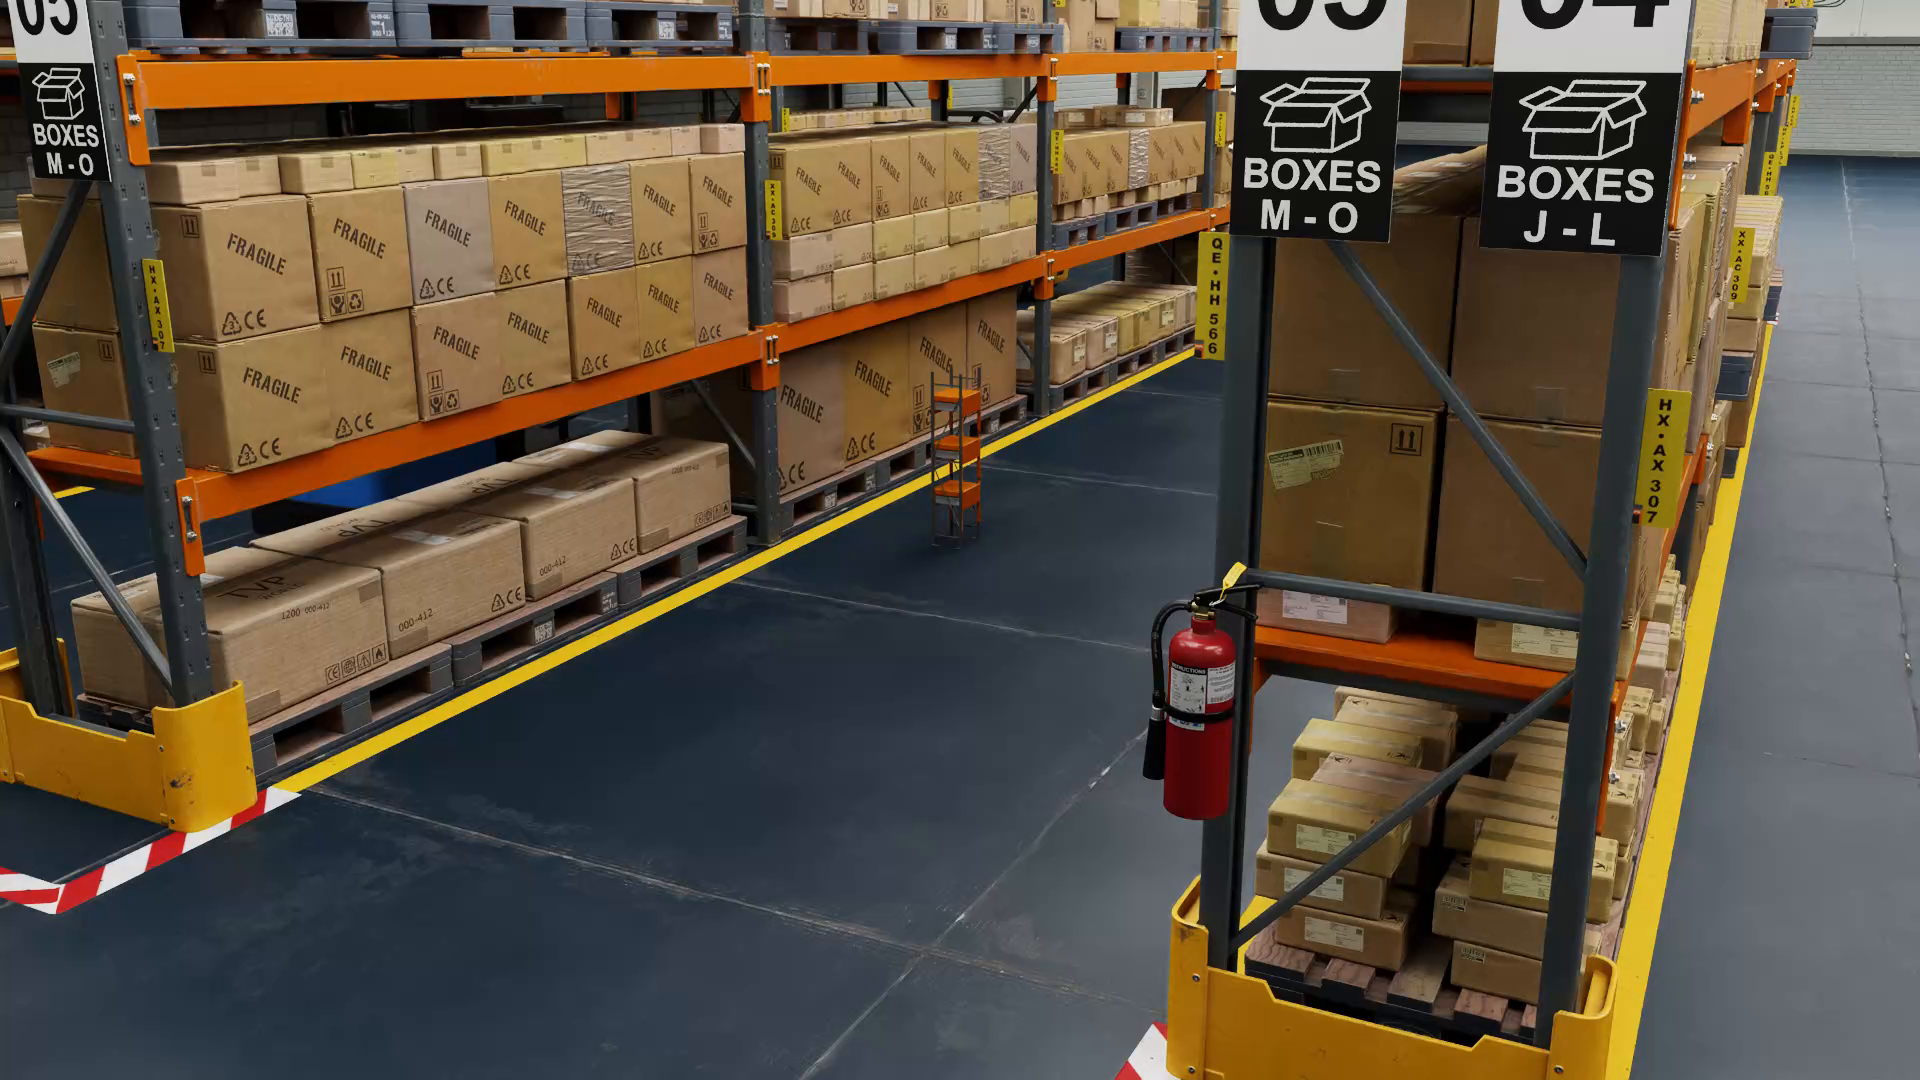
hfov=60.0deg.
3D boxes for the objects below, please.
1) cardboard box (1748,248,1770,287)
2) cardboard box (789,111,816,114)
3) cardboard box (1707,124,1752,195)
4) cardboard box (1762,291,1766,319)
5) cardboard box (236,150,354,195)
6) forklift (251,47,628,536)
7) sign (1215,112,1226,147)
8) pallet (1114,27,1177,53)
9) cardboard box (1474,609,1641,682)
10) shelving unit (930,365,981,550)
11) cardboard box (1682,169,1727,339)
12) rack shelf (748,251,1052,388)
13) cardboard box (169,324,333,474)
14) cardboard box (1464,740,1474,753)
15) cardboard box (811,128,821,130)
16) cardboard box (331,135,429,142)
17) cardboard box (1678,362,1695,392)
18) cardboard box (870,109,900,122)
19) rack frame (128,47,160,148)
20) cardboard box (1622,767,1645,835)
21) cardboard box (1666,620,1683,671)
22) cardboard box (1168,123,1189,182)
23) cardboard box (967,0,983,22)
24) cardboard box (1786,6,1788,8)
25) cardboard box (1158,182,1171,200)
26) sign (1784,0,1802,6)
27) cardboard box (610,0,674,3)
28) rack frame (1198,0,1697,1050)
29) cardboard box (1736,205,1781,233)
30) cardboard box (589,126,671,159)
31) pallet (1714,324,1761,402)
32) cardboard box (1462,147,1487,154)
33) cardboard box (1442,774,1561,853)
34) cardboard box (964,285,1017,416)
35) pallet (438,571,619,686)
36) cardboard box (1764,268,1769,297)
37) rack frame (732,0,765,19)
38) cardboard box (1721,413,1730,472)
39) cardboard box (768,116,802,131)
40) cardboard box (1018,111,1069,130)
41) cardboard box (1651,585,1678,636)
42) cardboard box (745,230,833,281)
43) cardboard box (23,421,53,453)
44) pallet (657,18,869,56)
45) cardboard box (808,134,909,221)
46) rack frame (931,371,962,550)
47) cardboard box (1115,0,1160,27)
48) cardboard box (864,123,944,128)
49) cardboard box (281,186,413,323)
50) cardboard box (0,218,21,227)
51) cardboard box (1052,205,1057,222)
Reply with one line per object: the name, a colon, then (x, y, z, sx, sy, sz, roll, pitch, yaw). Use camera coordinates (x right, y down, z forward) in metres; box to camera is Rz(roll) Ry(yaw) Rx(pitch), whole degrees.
cardboard box: (3.518, -1.269, 7.688, 0.380, 0.149, 0.250, 9, 19, 28)
cardboard box: (-1.937, -5.077, 20.012, 0.380, 0.149, 0.250, 8, 18, 25)
cardboard box: (5.380, -2.780, 12.186, 0.700, 0.500, 0.500, 8, 18, 25)
cardboard box: (3.979, -1.247, 8.659, 0.380, 0.149, 0.250, 7, 18, 23)
cardboard box: (-2.652, -1.467, 6.625, 0.380, 0.149, 0.250, 9, 19, 27)
forklift: (-3.180, -1.717, 10.656, 1.130, 2.935, 3.031, 7, 18, 22)
sign: (2.530, -3.988, 16.151, 0.100, 0.325, 0.005, 8, 18, 25)
pallet: (1.200, -4.443, 14.775, 1.213, 0.211, 1.003, 8, 18, 25)
cardboard box: (1.581, 0.237, 4.399, 0.380, 0.149, 0.250, 8, 18, 25)
shelving unit: (-0.024, -0.490, 9.829, 0.215, 1.050, 0.252, 8, 18, 25)
cardboard box: (2.278, -0.982, 5.608, 0.500, 0.500, 0.500, 7, 18, 24)
rack shelf: (-0.649, -1.630, 11.507, 1.077, 0.370, 4.000, 8, 18, 25)
cardboard box: (-2.859, -0.580, 6.534, 0.500, 0.500, 0.500, 8, 18, 25)
cardboard box: (1.708, 0.823, 6.255, 0.380, 0.149, 0.250, 8, 19, 26)
cardboard box: (-1.827, -4.676, 19.185, 0.380, 0.149, 0.250, 8, 18, 25)
cardboard box: (-2.694, -1.798, 7.739, 0.380, 0.149, 0.250, 9, 19, 27)
cardboard box: (2.038, -0.375, 5.320, 0.500, 0.500, 0.500, 8, 18, 26)
cardboard box: (-0.964, -5.265, 20.644, 0.380, 0.149, 0.250, 9, 19, 27)
rack frame: (-5.985, -2.096, 11.813, 1.000, 3.000, 0.127, 8, 18, 25)
cardboard box: (2.243, 0.908, 5.968, 0.380, 0.149, 0.250, 7, 18, 23)
cardboard box: (2.861, 0.423, 7.079, 0.380, 0.149, 0.250, 7, 18, 23)
cardboard box: (1.810, -3.622, 15.514, 0.500, 0.500, 0.500, 8, 18, 26)
cardboard box: (-0.058, -3.664, 11.321, 0.396, 0.266, 0.258, 8, 18, 24)
cardboard box: (5.919, -4.069, 12.431, 0.500, 0.311, 0.500, 7, 18, 23)
cardboard box: (1.722, -3.217, 15.292, 0.380, 0.149, 0.250, 8, 18, 26)
sign: (5.203, -3.496, 10.351, 0.100, 0.325, 0.005, 8, 18, 25)
cardboard box: (-1.660, -2.761, 8.313, 0.380, 0.149, 0.250, 9, 19, 27)
rack frame: (1.143, 0.158, 4.226, 1.000, 3.000, 0.127, 8, 18, 25)
cardboard box: (4.562, -1.864, 9.691, 0.380, 0.149, 0.250, 9, 19, 27)
cardboard box: (-1.731, -2.069, 8.651, 0.380, 0.149, 0.250, 8, 18, 25)
pallet: (3.402, -0.945, 8.276, 1.003, 0.211, 1.213, 8, 18, 25)
cardboard box: (2.293, -1.313, 6.723, 0.500, 0.500, 0.500, 7, 18, 24)
cardboard box: (1.697, 0.862, 5.079, 0.380, 0.149, 0.250, 8, 19, 26)
cardboard box: (-0.138, -1.502, 12.806, 0.875, 0.875, 0.875, 8, 18, 25)
pallet: (-2.497, 0.367, 8.418, 1.003, 0.211, 1.213, 8, 18, 25)
cardboard box: (3.863, -1.325, 8.398, 0.380, 0.149, 0.250, 7, 18, 23)
rack frame: (-1.543, -4.341, 8.835, 1.000, 3.000, 0.127, 8, 18, 25)
cardboard box: (4.658, -0.682, 10.706, 0.500, 0.500, 0.500, 8, 18, 25)
cardboard box: (-2.002, -4.679, 18.671, 0.380, 0.149, 0.250, 9, 19, 26)
cardboard box: (0.723, -3.640, 14.435, 0.380, 0.149, 0.250, 7, 18, 23)
cardboard box: (2.821, 0.277, 7.048, 0.380, 0.149, 0.250, 8, 18, 25)
cardboard box: (-1.094, -1.709, 9.896, 0.500, 0.250, 0.500, 8, 18, 24)
cardboard box: (-6.131, -0.716, 11.232, 0.396, 0.266, 0.258, 9, 19, 27)
pallet: (-1.177, -3.051, 10.097, 0.805, 0.209, 1.217, 7, 18, 23)
cardboard box: (-0.660, -2.329, 10.664, 0.500, 0.500, 0.500, 8, 18, 24)
rack frame: (-0.078, -0.459, 9.724, 0.200, 1.050, 0.008, 8, 18, 25)
cardboard box: (1.441, -4.645, 14.653, 0.500, 0.250, 0.500, 8, 18, 26)
cardboard box: (-0.408, -2.789, 12.216, 0.500, 0.500, 0.500, 8, 18, 26)
cardboard box: (-2.636, -1.192, 6.838, 0.500, 0.500, 0.500, 8, 18, 24)
cardboard box: (-6.448, -2.075, 11.482, 0.500, 0.250, 0.500, 8, 18, 25)
cardboard box: (0.556, -2.624, 13.295, 0.380, 0.149, 0.250, 7, 18, 22)
